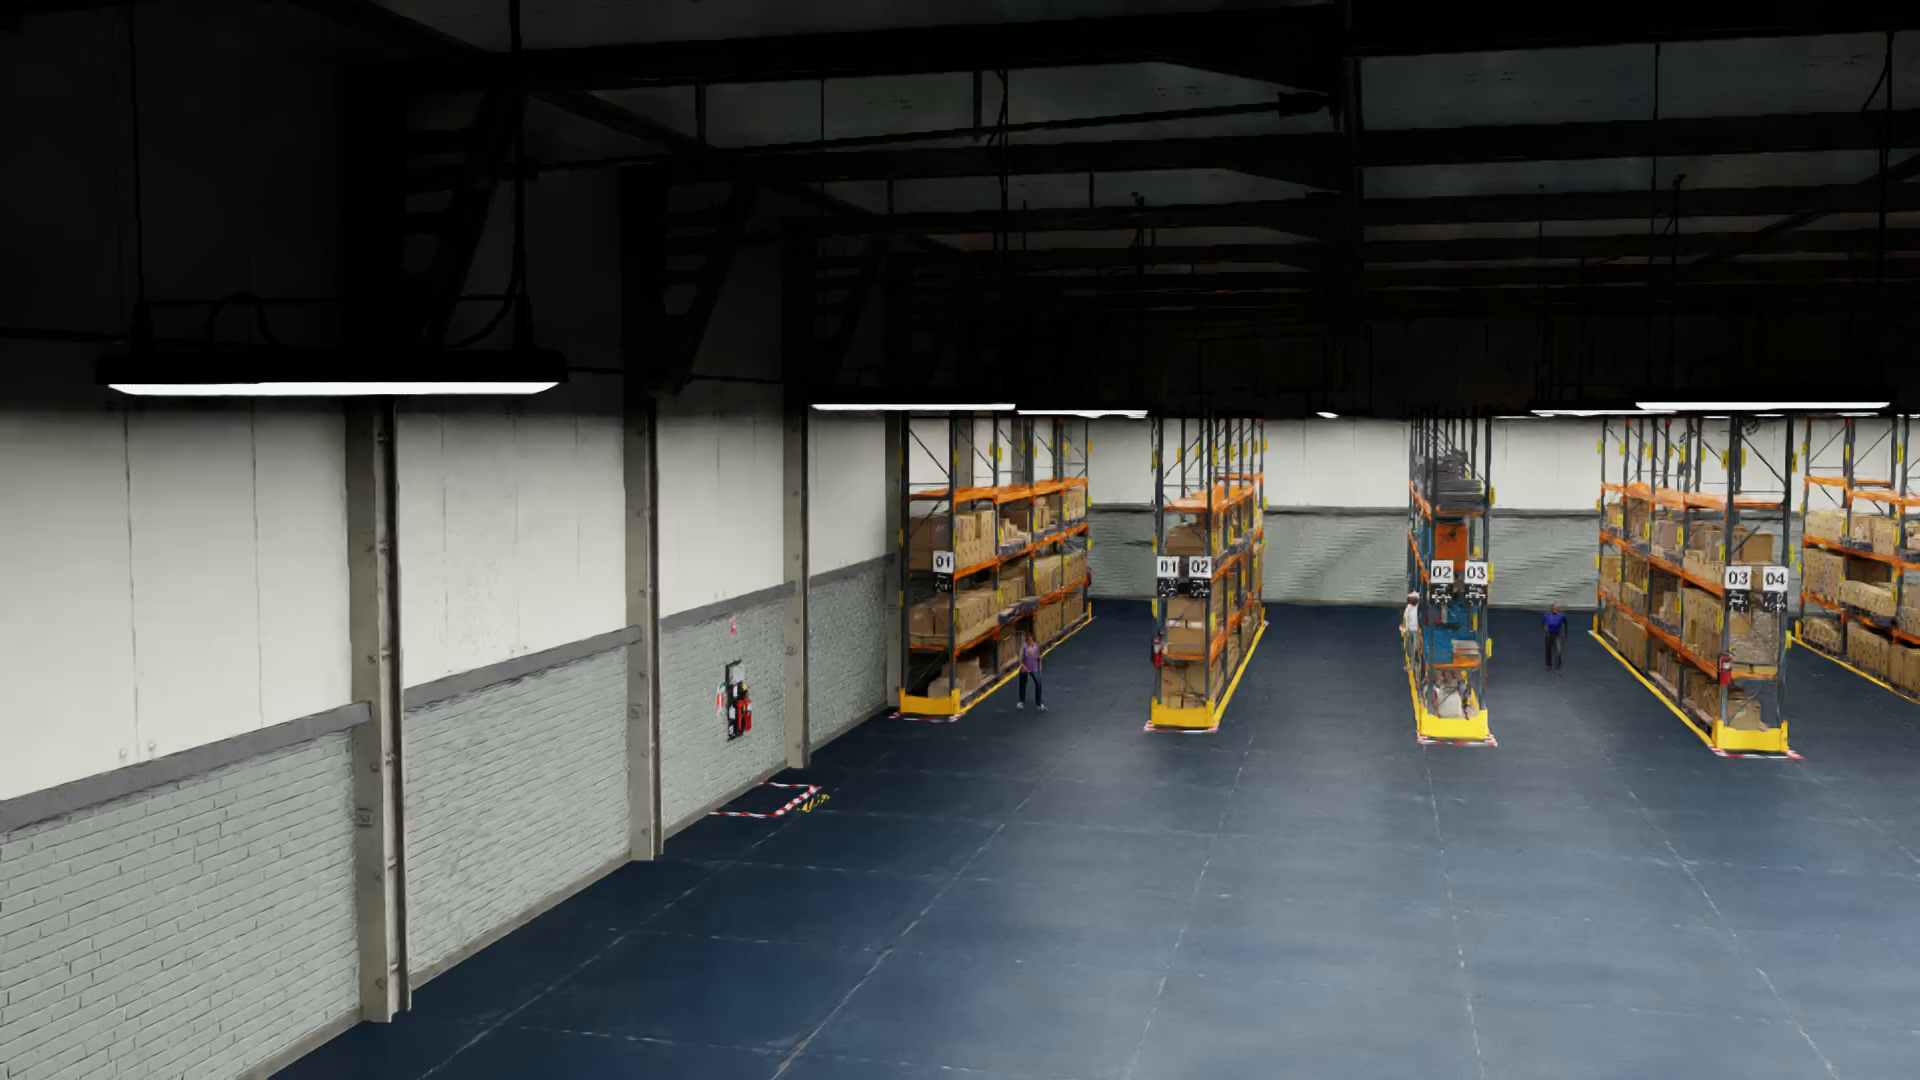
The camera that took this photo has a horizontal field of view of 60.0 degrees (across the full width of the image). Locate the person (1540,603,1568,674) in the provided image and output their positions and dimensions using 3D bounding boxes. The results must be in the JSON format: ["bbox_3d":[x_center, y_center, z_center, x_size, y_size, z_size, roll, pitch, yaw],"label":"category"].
[{"bbox_3d":[13.541,2.210,37.916,0.603,1.590,0.831,1,4,19],"label":"person"}]

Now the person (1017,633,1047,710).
[{"bbox_3d":[1.391,2.583,32.966,0.558,1.530,0.769,0,4,-6],"label":"person"}]

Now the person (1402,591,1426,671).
[{"bbox_3d":[10.151,2.028,37.096,0.399,1.772,0.594,-2,5,-29],"label":"person"}]
